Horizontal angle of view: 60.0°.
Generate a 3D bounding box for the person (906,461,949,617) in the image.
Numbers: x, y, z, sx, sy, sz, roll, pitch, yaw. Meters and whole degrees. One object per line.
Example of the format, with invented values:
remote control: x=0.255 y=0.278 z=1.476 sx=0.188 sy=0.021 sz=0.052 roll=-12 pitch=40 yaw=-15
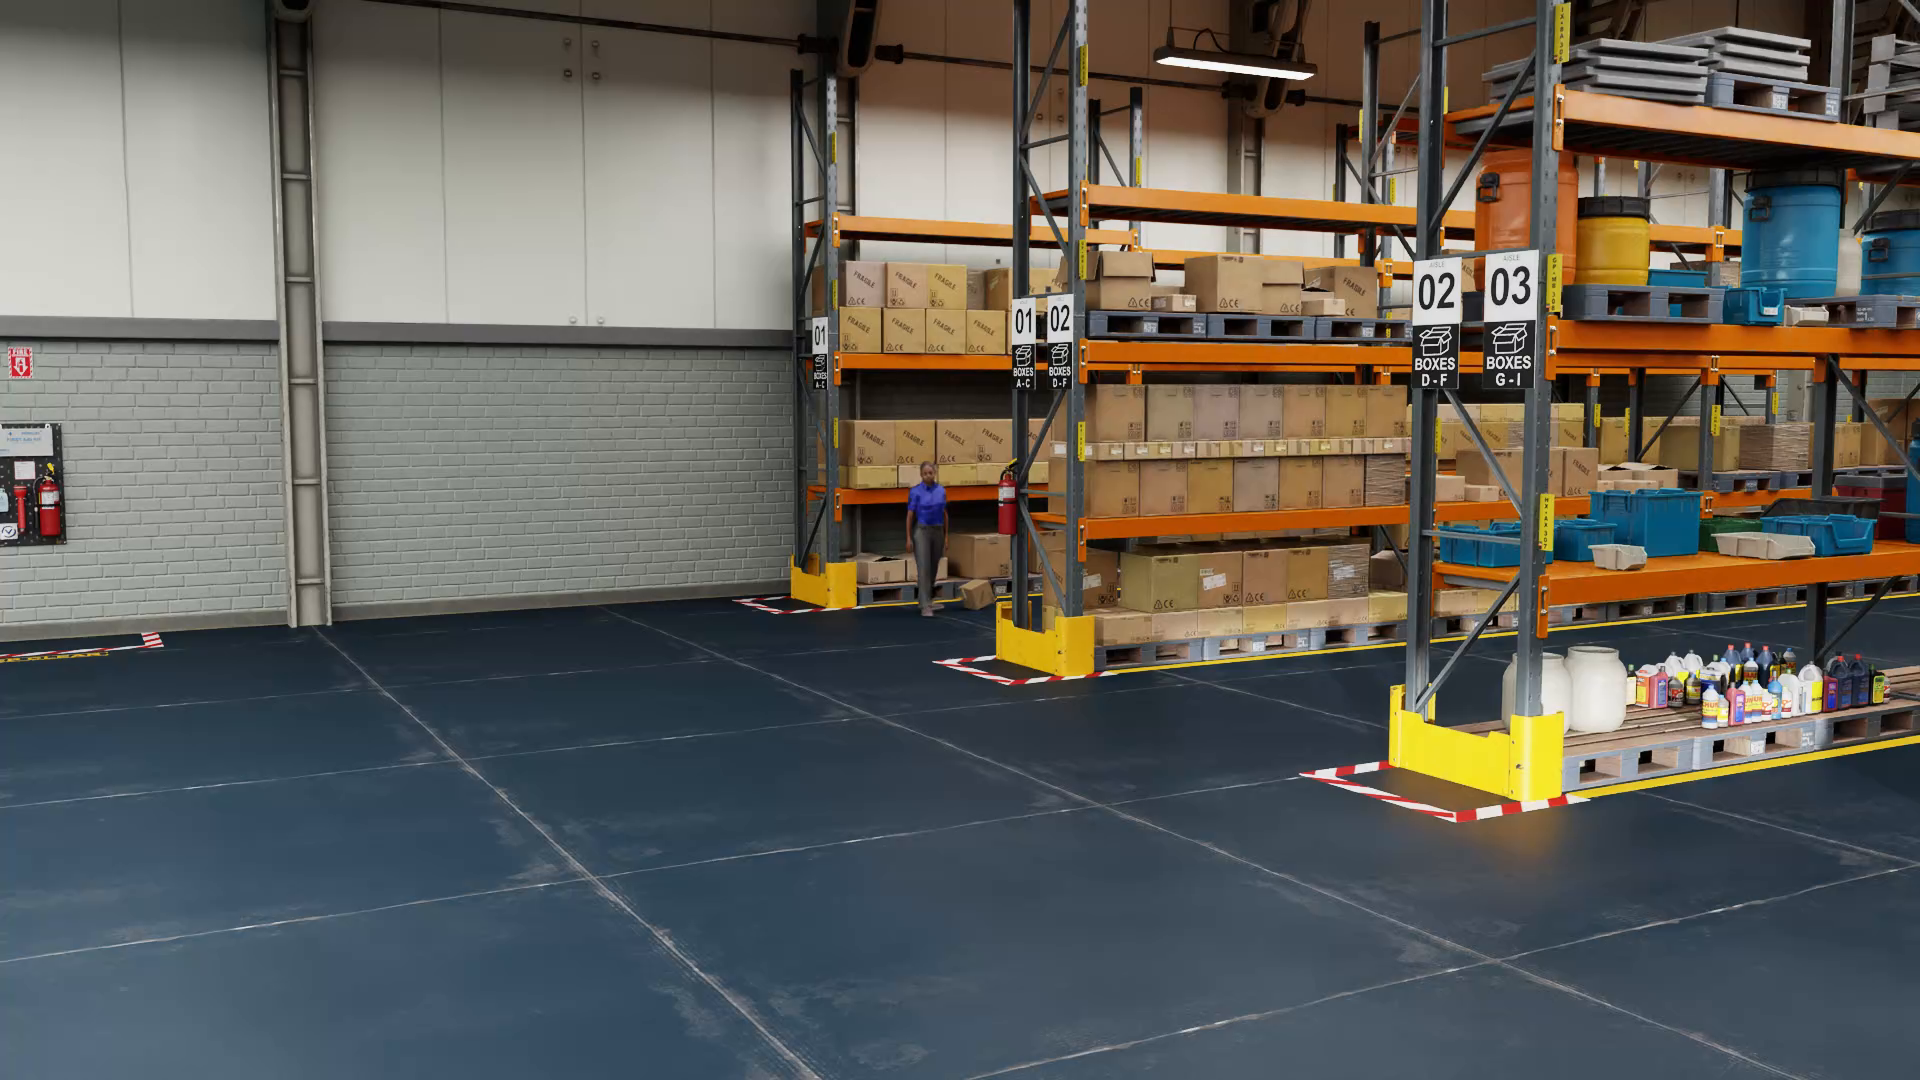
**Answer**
person: x=-0.334 y=-0.016 z=17.796 sx=0.522 sy=1.623 sz=0.600 roll=-3 pitch=6 yaw=-32
